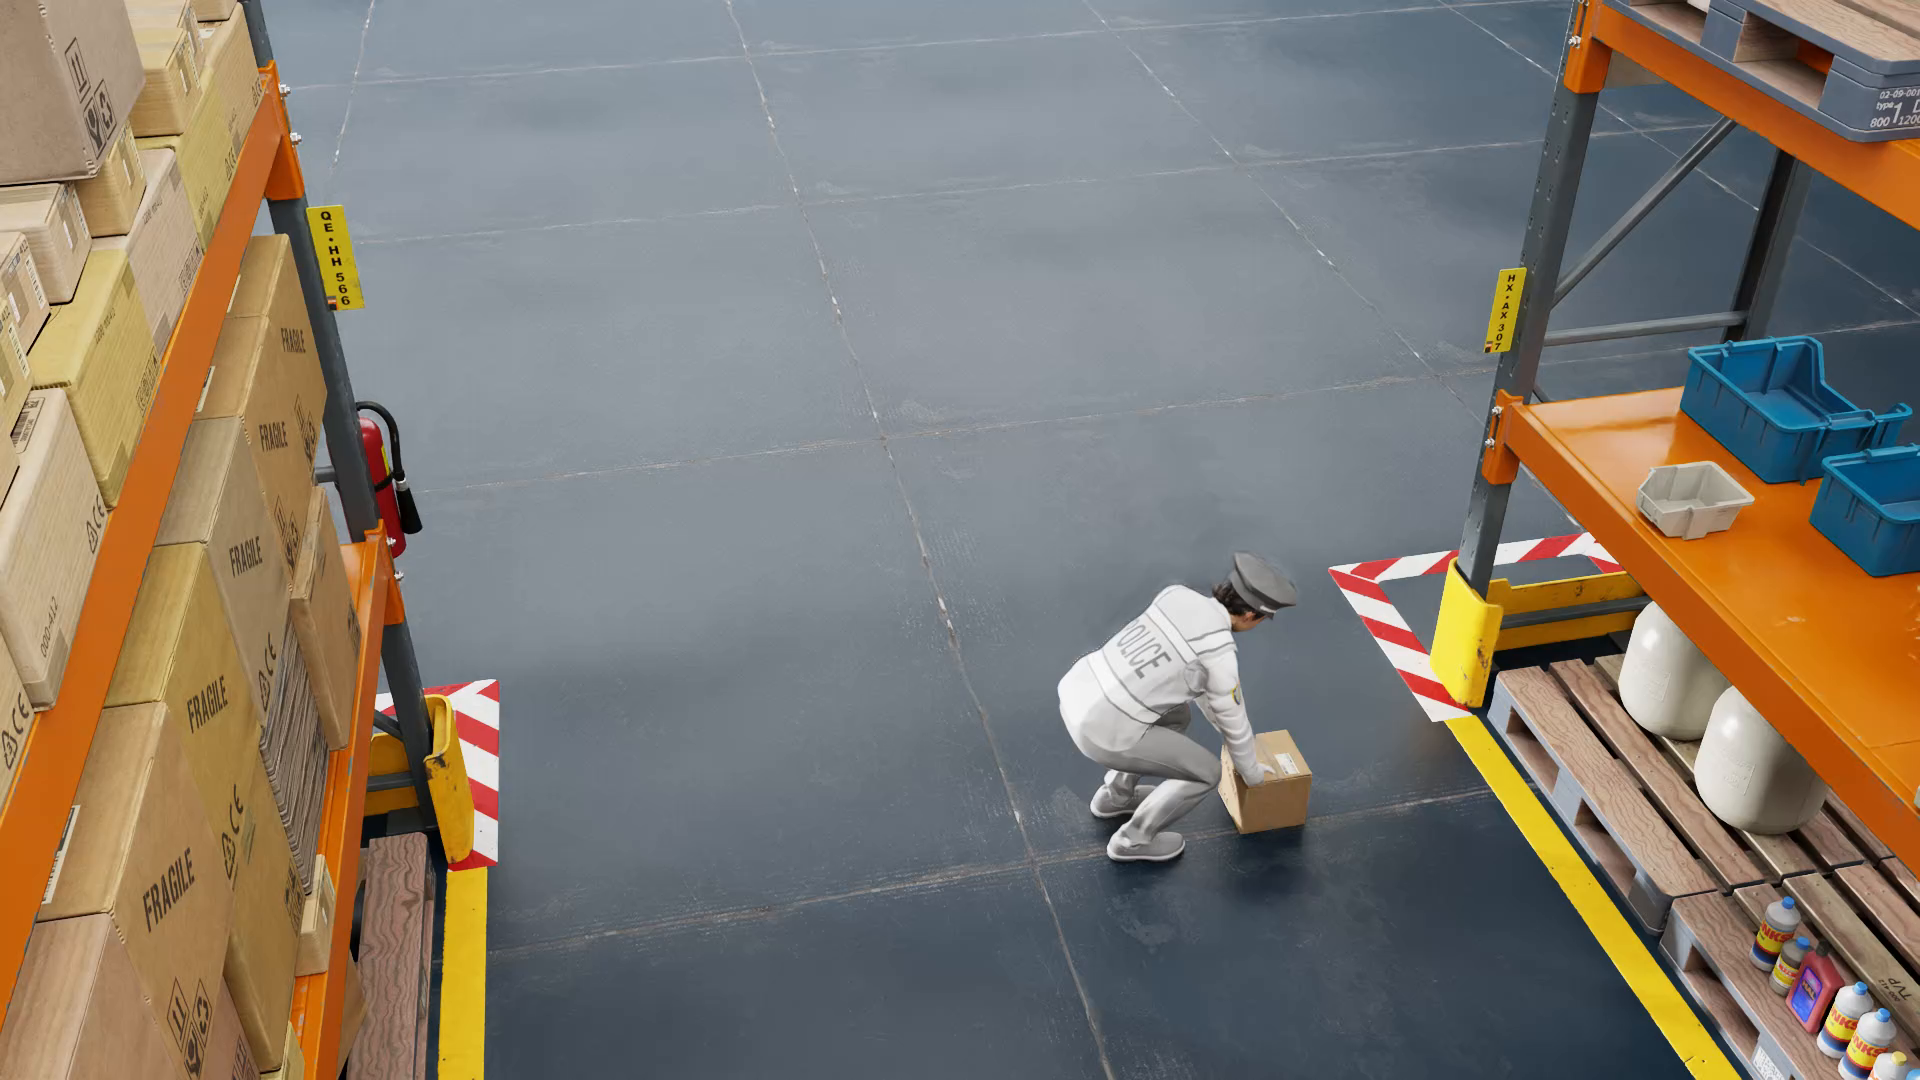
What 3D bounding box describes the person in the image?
[{"bbox_3d":[0.748,0.569,5.818,0.809,1.101,0.509,-7,35,-11],"label":"person"}]
